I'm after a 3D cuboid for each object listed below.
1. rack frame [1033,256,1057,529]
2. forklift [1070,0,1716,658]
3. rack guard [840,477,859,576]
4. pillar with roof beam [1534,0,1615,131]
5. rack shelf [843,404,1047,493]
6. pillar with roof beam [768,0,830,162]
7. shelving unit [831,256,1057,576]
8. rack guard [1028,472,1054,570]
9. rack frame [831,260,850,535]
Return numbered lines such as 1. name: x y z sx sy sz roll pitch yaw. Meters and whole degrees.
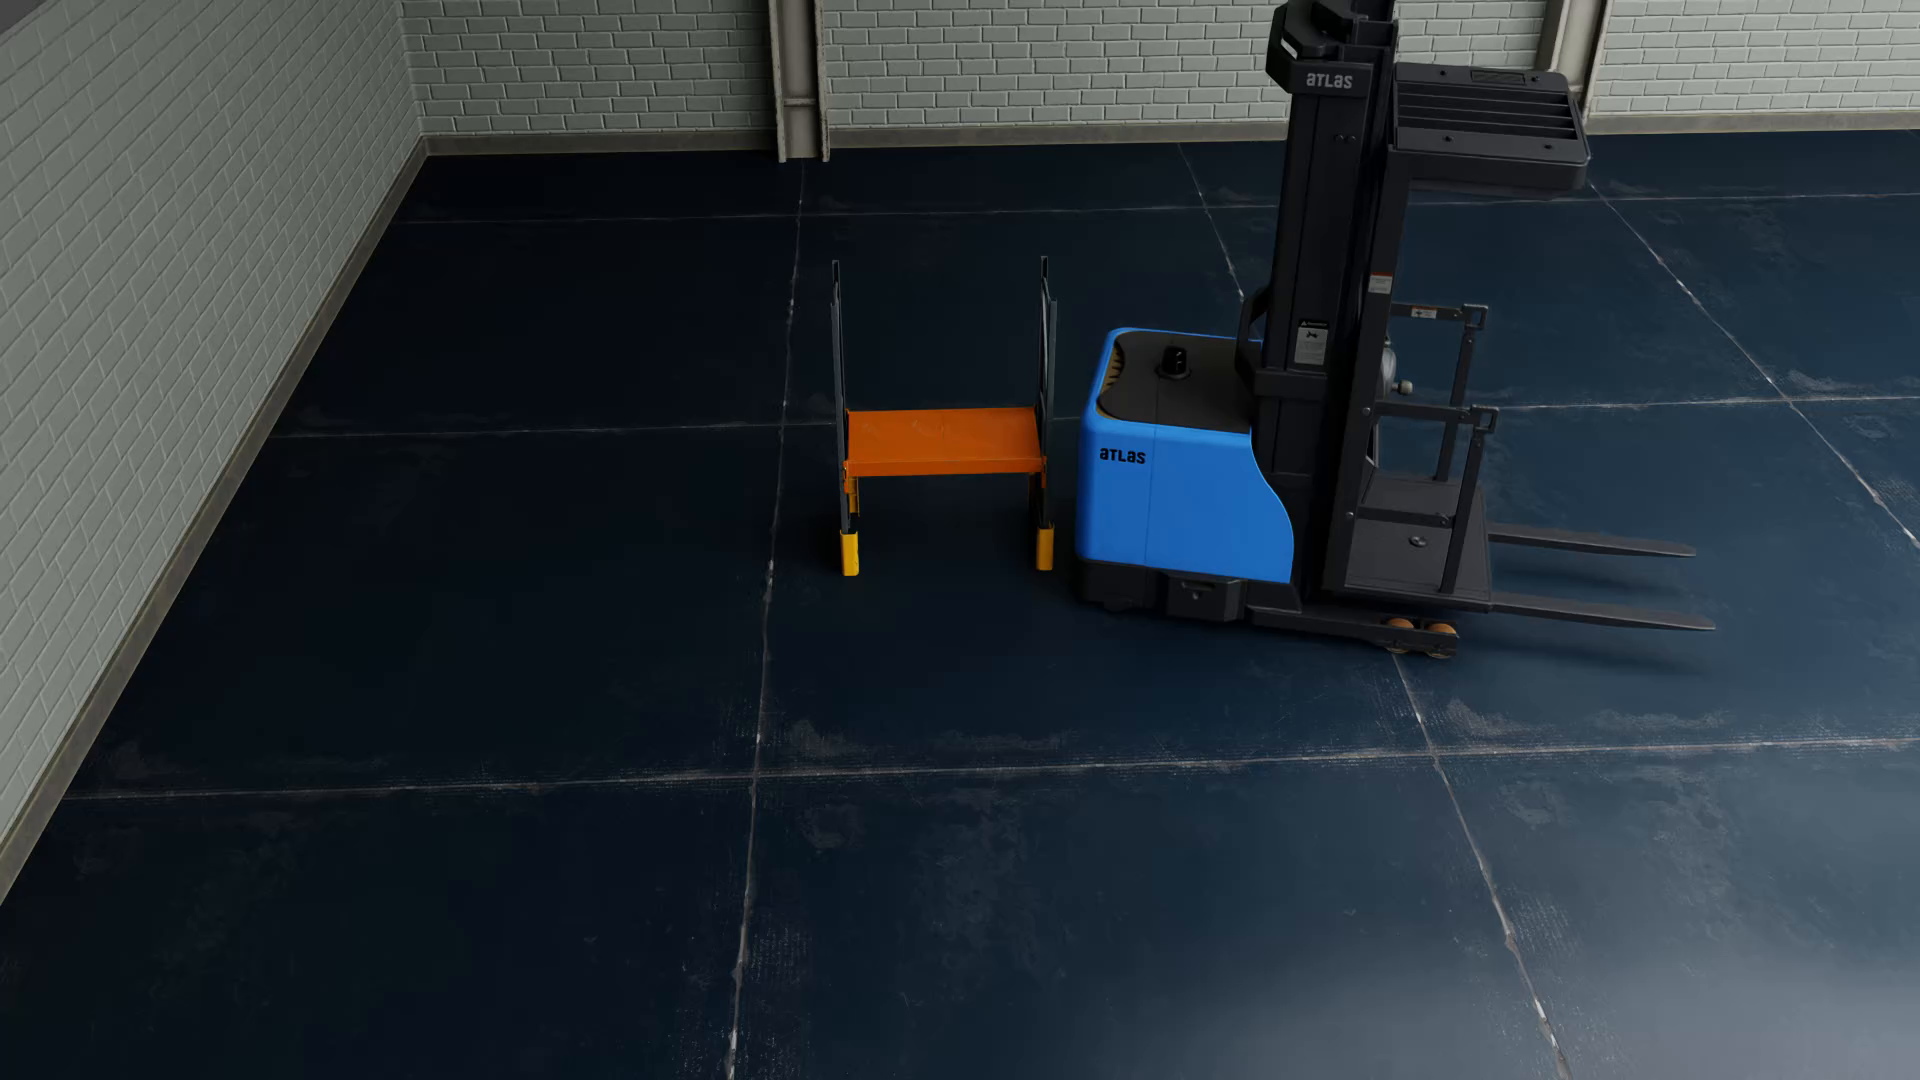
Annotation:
1. rack frame: 0.423 -0.628 8.340 0.032 1.500 0.500 -2 35 -2
2. forklift: 2.116 -0.972 7.579 3.031 2.935 1.130 7 35 10
3. rack guard: -0.574 -0.087 8.657 0.087 0.250 0.587 -2 35 -2
4. pillar with roof beam: 4.965 -4.467 7.296 0.400 9.000 9.100 -2 35 -2
5. rack shelf: -0.085 -0.467 8.422 1.000 0.185 0.538 -2 35 -2
6. pillar with roof beam: -1.029 -4.305 7.063 0.400 9.000 9.100 -2 35 -2
7. shelving unit: -0.076 -0.615 8.320 1.083 1.500 0.587 -2 35 -2
8. rack guard: 0.421 -0.114 8.695 0.087 0.250 0.587 -2 35 -2
9. rack frame: -0.593 -0.601 8.300 0.032 1.500 0.500 -2 35 -2
